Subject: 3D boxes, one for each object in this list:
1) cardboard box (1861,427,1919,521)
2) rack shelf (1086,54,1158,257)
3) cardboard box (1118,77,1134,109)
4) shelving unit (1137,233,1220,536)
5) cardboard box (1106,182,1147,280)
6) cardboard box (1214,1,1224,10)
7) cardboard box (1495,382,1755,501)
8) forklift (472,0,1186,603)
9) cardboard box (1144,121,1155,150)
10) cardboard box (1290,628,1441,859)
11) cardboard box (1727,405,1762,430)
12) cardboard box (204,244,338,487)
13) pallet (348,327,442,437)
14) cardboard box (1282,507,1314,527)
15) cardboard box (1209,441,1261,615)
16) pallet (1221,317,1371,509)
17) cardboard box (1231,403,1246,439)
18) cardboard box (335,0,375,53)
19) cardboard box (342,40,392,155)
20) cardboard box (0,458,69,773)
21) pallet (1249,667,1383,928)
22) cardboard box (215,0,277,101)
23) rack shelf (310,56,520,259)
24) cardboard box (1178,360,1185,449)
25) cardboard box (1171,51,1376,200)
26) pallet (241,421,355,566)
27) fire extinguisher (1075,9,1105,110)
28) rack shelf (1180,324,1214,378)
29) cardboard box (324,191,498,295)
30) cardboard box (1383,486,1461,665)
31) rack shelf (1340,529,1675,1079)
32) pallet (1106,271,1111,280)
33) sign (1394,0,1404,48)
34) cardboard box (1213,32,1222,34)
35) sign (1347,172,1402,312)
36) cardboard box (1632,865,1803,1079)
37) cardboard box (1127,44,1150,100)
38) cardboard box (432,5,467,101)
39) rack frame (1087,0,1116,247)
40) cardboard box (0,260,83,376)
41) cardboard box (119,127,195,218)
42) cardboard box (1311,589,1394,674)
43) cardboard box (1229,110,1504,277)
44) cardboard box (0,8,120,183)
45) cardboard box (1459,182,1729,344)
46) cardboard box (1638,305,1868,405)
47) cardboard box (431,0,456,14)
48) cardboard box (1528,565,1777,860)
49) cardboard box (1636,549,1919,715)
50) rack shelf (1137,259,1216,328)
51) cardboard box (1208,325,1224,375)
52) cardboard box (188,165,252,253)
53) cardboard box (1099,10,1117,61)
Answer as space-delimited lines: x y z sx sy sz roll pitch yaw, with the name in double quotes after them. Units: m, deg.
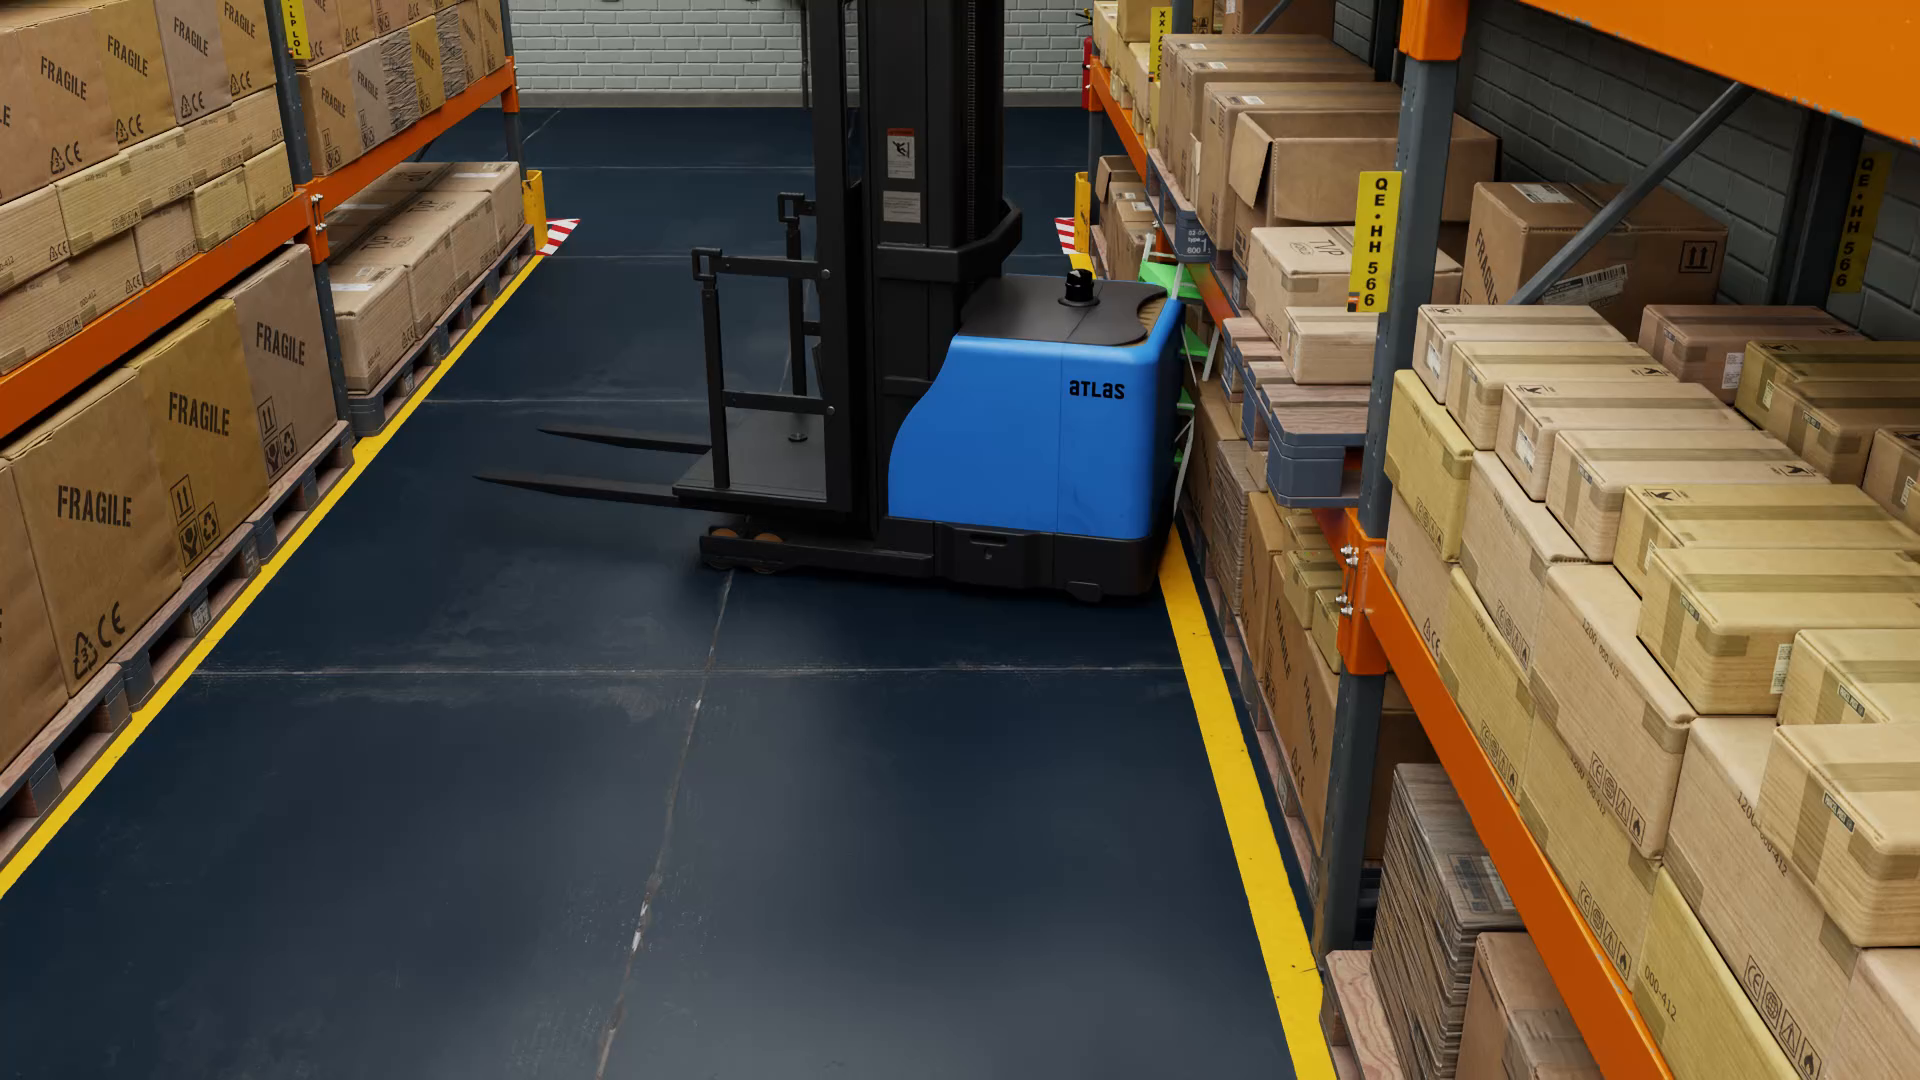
1.827 -0.086 2.892 0.380 0.149 0.250 -1 24 -2 "cardboard box"
1.426 -2.338 9.652 1.077 0.370 4.000 0 24 -1 "rack shelf"
1.121 -2.599 9.662 0.380 0.149 0.250 0 24 1 "cardboard box"
0.868 -0.675 7.258 0.258 1.200 0.503 6 23 -12 "shelving unit"
1.287 -1.937 10.417 0.700 0.500 0.500 1 24 2 "cardboard box"
1.675 -3.369 10.879 0.500 0.250 0.500 0 24 1 "cardboard box"
1.234 -0.186 3.112 0.380 0.149 0.250 0 24 1 "cardboard box"
-0.604 -1.398 6.783 3.031 2.935 1.130 6 25 13 "forklift"
1.141 -2.071 8.495 0.380 0.149 0.250 0 24 1 "cardboard box"
1.272 0.581 4.849 0.500 0.500 0.500 0 24 1 "cardboard box"
1.775 -0.169 3.559 0.500 0.250 0.500 0 24 1 "cardboard box"
-3.428 -0.786 7.416 0.875 0.875 0.875 0 24 1 "cardboard box"
-3.445 -0.861 8.897 1.003 0.211 1.213 0 24 -1 "pallet"
1.283 -0.074 5.509 0.380 0.149 0.250 0 24 1 "cardboard box"
1.245 -0.055 6.255 0.500 0.500 0.500 -1 24 -2 "cardboard box"
1.414 -0.385 4.694 1.213 0.211 1.003 0 24 -1 "pallet"
1.263 -0.503 6.458 0.380 0.149 0.250 1 24 1 "cardboard box"
-3.277 -2.724 8.299 0.500 0.500 0.500 -1 24 -1 "cardboard box"
-3.260 -2.265 8.497 0.500 0.500 0.500 0 24 0 "cardboard box"
-3.396 0.322 4.966 0.875 0.875 0.875 0 24 -1 "cardboard box"
1.522 0.770 5.292 1.003 0.211 1.213 0 24 -1 "pallet"
-3.259 -2.136 6.998 0.500 0.500 0.500 1 24 1 "cardboard box"
-3.537 -2.314 9.599 1.077 0.370 4.000 0 24 -1 "rack shelf"
1.229 -0.694 7.667 0.500 0.500 0.500 1 24 2 "cardboard box"
1.236 -1.665 6.660 0.700 0.500 0.500 0 24 0 "cardboard box"
-3.431 -0.229 7.501 1.003 0.211 1.213 0 24 -1 "pallet"
0.941 -3.343 11.548 0.296 0.674 0.183 0 24 -1 "fire extinguisher"
0.899 -0.834 7.190 0.258 0.148 0.480 6 23 -12 "rack shelf"
-3.433 -1.841 10.281 0.875 0.438 0.875 0 24 1 "cardboard box"
1.252 0.059 3.661 0.500 0.250 0.500 0 24 0 "cardboard box"
1.514 0.959 2.363 1.077 0.370 4.000 0 24 -1 "rack shelf"
1.426 -1.358 9.996 1.003 0.211 1.213 0 24 -1 "pallet"
2.003 -2.373 7.452 0.100 0.325 0.005 0 24 -1 "sign"
1.686 -2.737 9.482 0.500 0.250 0.500 0 24 -1 "cardboard box"
0.949 -0.678 3.801 0.100 0.325 0.005 0 24 -1 "sign"
1.269 0.692 2.261 0.500 0.250 0.500 1 24 1 "cardboard box"
1.186 -2.529 9.023 0.500 0.250 0.500 0 24 -1 "cardboard box"
-3.283 -2.895 9.890 0.500 0.500 0.500 0 24 1 "cardboard box"
1.405 -3.490 11.326 1.000 3.000 0.127 0 24 -1 "rack frame"
-3.248 -0.732 5.409 0.500 0.250 0.500 1 24 1 "cardboard box"
-3.243 -1.377 6.230 0.500 0.250 0.500 0 24 1 "cardboard box"
1.233 0.256 4.780 0.380 0.149 0.250 -1 24 -3 "cardboard box"
1.289 -1.103 5.415 0.797 0.503 0.637 -1 24 -2 "cardboard box"
-3.240 -1.500 5.593 0.500 0.500 0.500 0 24 0 "cardboard box"
1.643 -0.643 4.401 0.500 0.500 0.500 1 24 2 "cardboard box"
1.698 -0.401 3.589 0.380 0.149 0.250 1 24 1 "cardboard box"
-3.278 -3.350 9.683 0.500 0.500 0.500 0 24 -1 "cardboard box"
1.244 0.253 2.625 0.500 0.250 0.500 -1 24 -2 "cardboard box"
1.225 0.130 2.414 0.380 0.149 0.250 0 24 1 "cardboard box"
0.941 -1.052 7.098 0.258 0.148 0.480 6 23 -12 "rack shelf"
1.281 -0.821 7.162 0.380 0.149 0.250 -1 24 -3 "cardboard box"
-3.254 -1.356 6.789 0.500 0.250 0.500 -1 24 -1 "cardboard box"
1.146 -3.161 10.420 0.500 0.250 0.500 0 24 0 "cardboard box"
